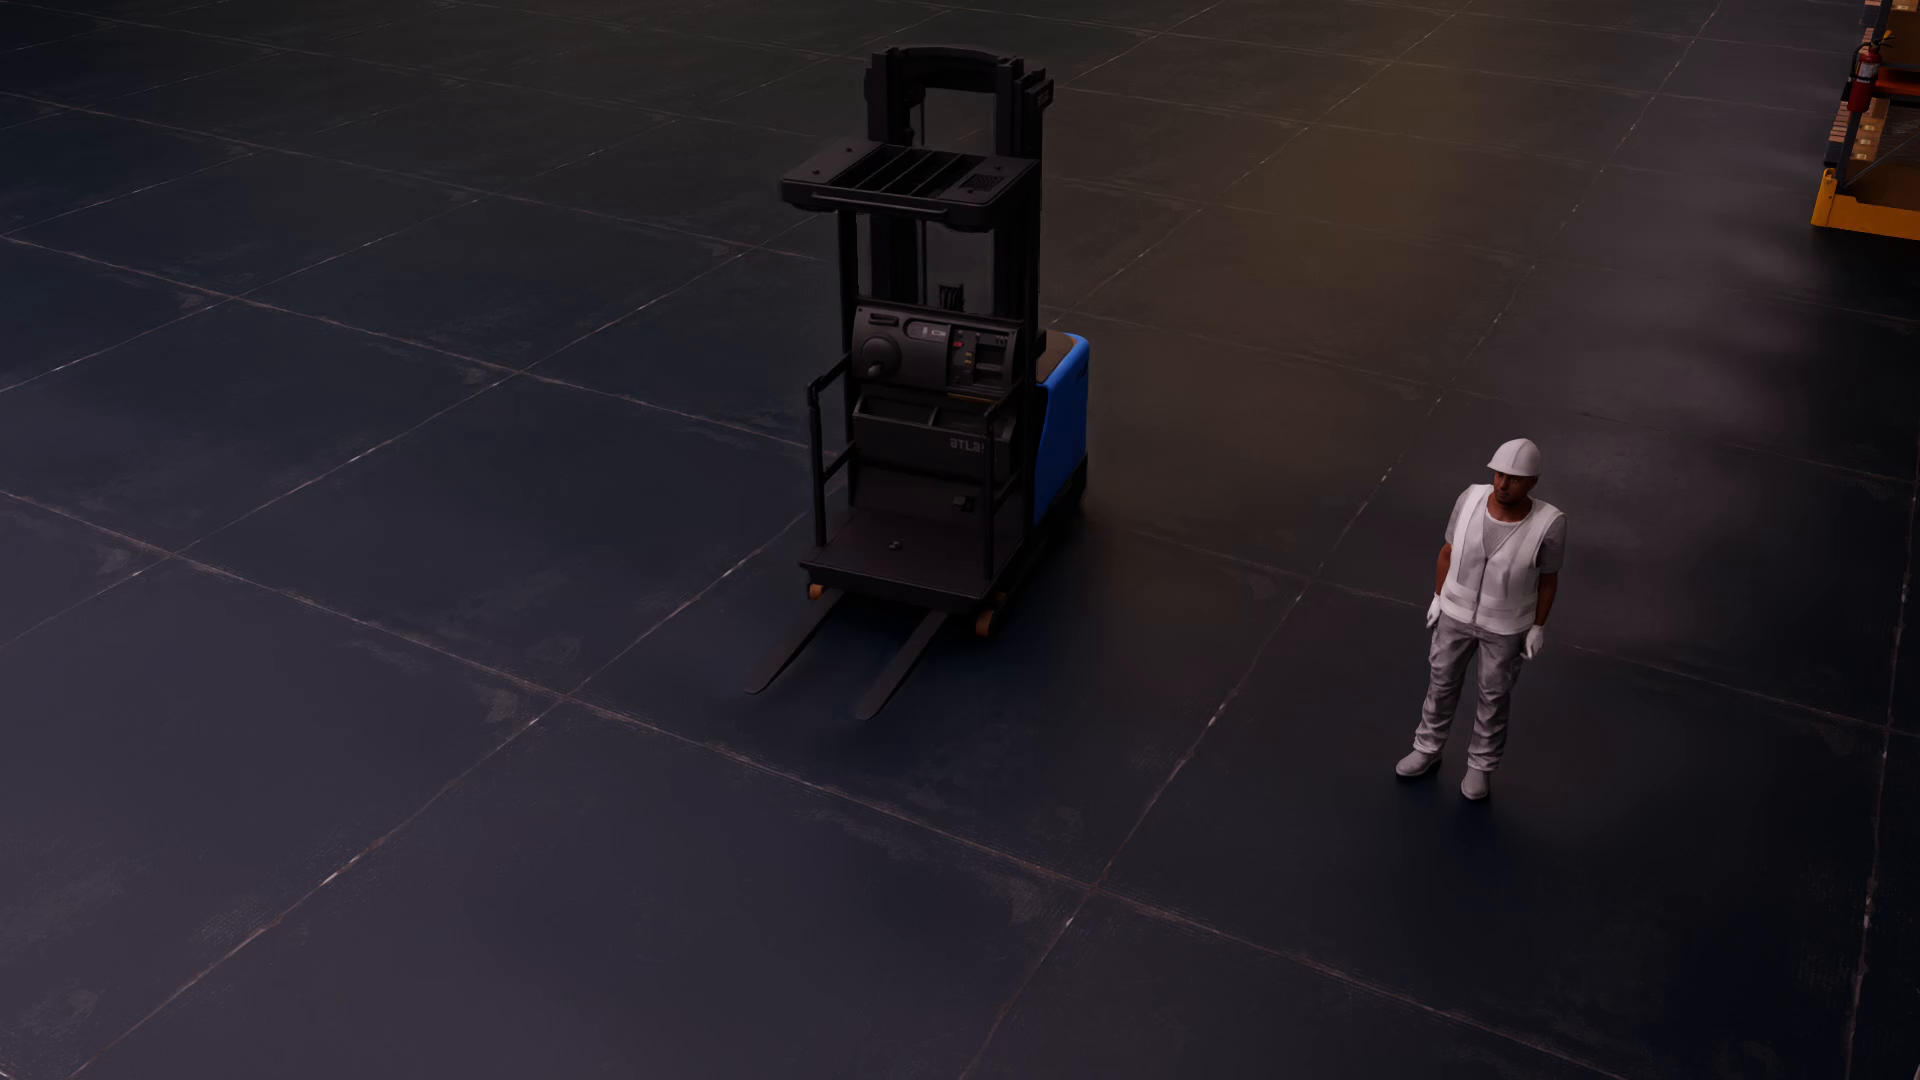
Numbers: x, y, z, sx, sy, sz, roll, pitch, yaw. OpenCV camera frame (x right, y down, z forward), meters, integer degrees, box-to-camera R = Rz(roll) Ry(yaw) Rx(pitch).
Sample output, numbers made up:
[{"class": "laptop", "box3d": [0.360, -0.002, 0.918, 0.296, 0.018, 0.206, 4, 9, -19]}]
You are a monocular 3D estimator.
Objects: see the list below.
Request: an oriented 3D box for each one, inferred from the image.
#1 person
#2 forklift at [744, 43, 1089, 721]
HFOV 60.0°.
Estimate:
[{"class": "person", "box3d": [2.398, 0.361, 7.590, 0.539, 1.790, 0.386, 18, 35, 29]}, {"class": "forklift", "box3d": [-0.215, -0.968, 8.747, 1.130, 2.935, 3.031, 11, 32, 18]}]
